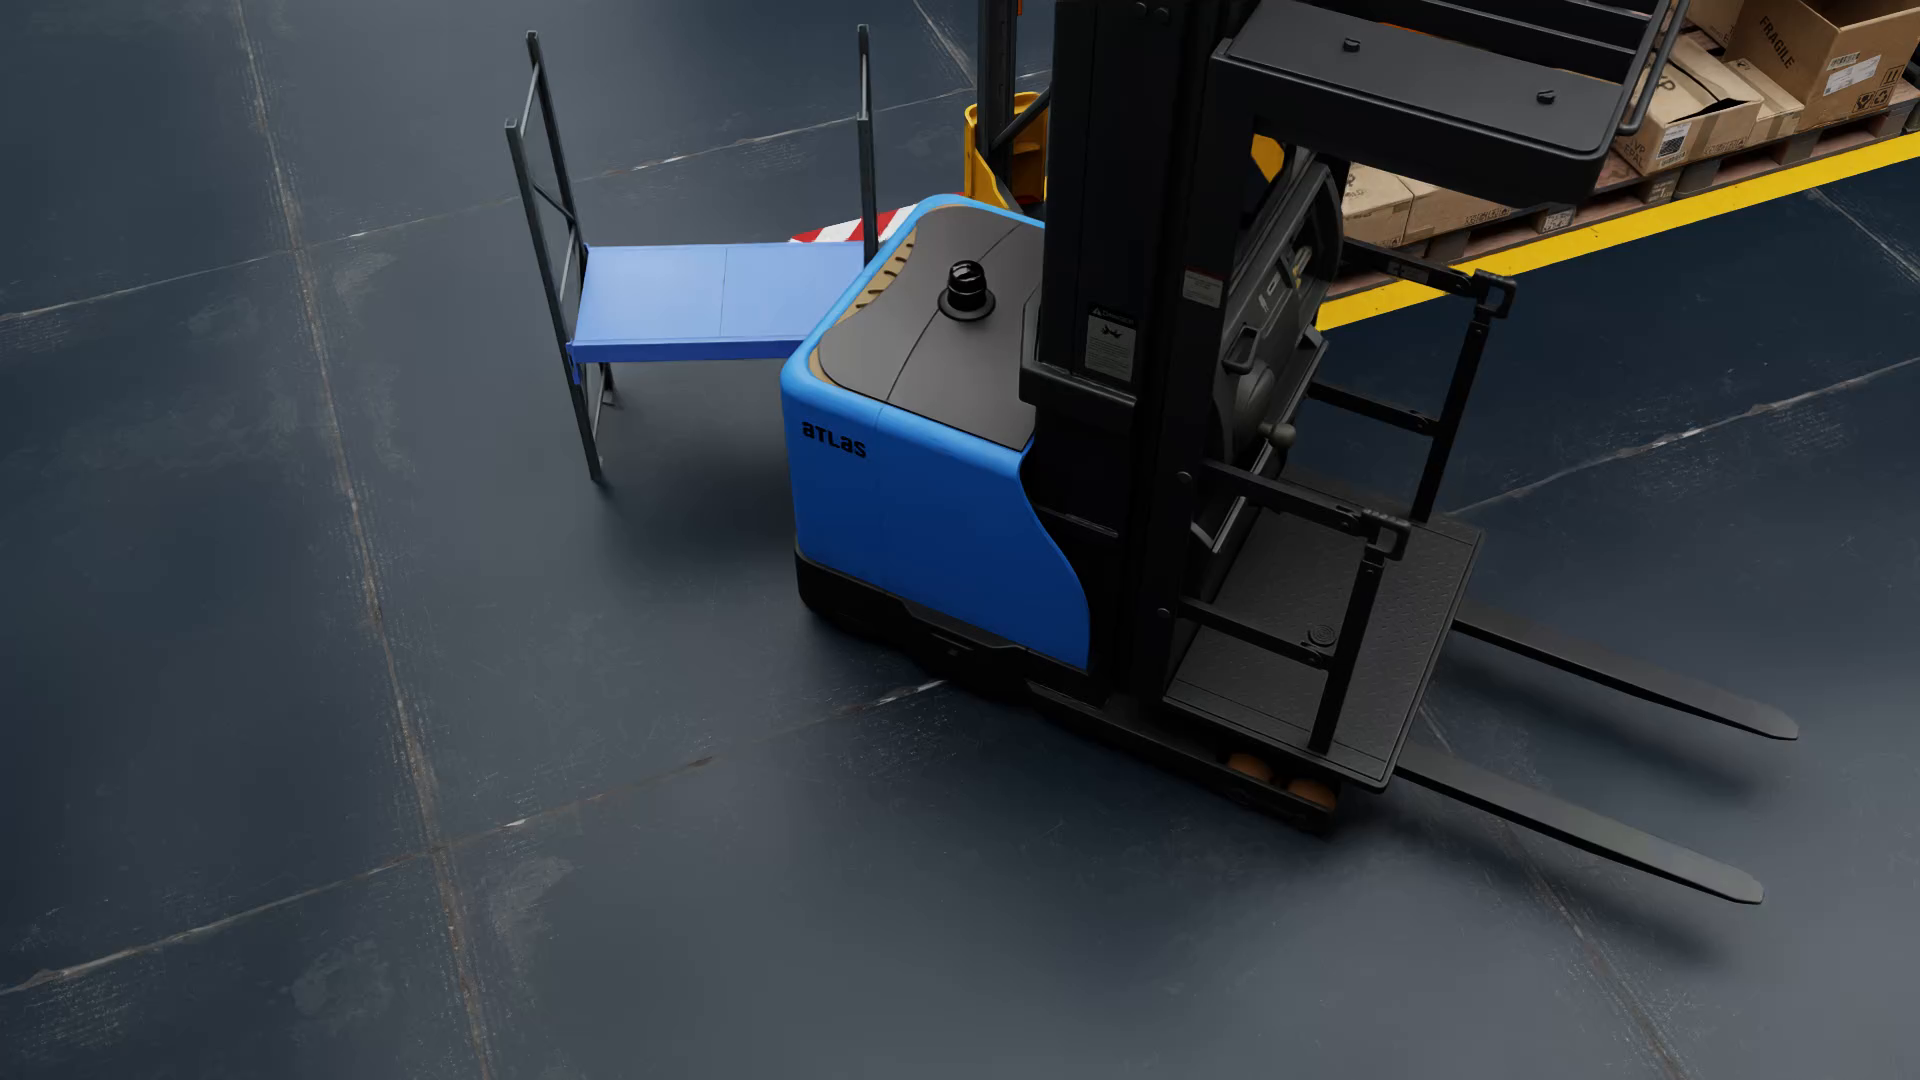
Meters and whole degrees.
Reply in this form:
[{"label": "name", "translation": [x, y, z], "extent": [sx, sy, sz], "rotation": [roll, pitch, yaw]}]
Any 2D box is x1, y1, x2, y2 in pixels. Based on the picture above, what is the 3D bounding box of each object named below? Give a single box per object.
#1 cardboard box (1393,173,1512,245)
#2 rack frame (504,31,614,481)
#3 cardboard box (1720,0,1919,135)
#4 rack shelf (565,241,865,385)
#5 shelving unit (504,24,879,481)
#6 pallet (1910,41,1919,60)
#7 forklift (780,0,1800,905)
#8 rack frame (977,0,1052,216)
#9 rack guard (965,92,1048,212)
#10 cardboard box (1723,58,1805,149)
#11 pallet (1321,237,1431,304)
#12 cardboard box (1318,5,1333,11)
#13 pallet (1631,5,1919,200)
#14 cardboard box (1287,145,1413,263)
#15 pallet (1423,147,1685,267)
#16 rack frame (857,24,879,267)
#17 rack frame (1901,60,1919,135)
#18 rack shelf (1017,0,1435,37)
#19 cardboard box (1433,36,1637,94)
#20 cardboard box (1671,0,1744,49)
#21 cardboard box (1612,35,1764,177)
[{"label": "cardboard box", "translation": [1.845, -1.463, 6.552], "extent": [0.500, 0.250, 0.500], "rotation": [-17, 52, -14]}, {"label": "rack frame", "translation": [-1.307, -0.890, 5.525], "extent": [0.032, 1.500, 0.500], "rotation": [-2, 49, -1]}, {"label": "cardboard box", "translation": [3.592, -2.086, 6.922], "extent": [0.500, 0.500, 0.500], "rotation": [-17, 52, -14]}, {"label": "rack shelf", "translation": [-0.799, -0.786, 5.674], "extent": [1.000, 0.185, 0.538], "rotation": [-2, 49, -1]}, {"label": "shelving unit", "translation": [-0.799, -0.904, 5.537], "extent": [1.048, 1.500, 0.538], "rotation": [-2, 49, -1]}, {"label": "pallet", "translation": [4.751, -2.471, 7.733], "extent": [1.213, 0.211, 1.003], "rotation": [-17, 52, -14]}, {"label": "forklift", "translation": [1.015, -0.549, 4.290], "extent": [3.031, 2.935, 1.130], "rotation": [21, 53, 17]}, {"label": "rack frame", "translation": [0.309, -1.972, 5.466], "extent": [0.127, 3.000, 1.000], "rotation": [-17, 52, -14]}, {"label": "rack guard", "translation": [0.379, -1.179, 6.433], "extent": [0.348, 0.500, 1.175], "rotation": [-17, 52, -14]}, {"label": "cardboard box", "translation": [3.267, -1.822, 6.926], "extent": [0.250, 0.149, 0.380], "rotation": [-17, 52, -14]}, {"label": "pallet", "translation": [1.117, -1.315, 6.740], "extent": [1.213, 0.211, 1.003], "rotation": [-17, 52, -14]}, {"label": "cardboard box", "translation": [1.295, -2.098, 5.509], "extent": [0.500, 0.500, 0.500], "rotation": [-18, 52, -15]}, {"label": "pallet", "translation": [3.376, -2.014, 7.341], "extent": [1.213, 0.211, 1.003], "rotation": [-17, 52, -14]}, {"label": "cardboard box", "translation": [1.382, -1.320, 6.429], "extent": [0.500, 0.250, 0.500], "rotation": [-17, 52, -14]}, {"label": "pallet", "translation": [2.245, -1.662, 7.038], "extent": [1.213, 0.211, 1.003], "rotation": [-17, 52, -14]}, {"label": "rack frame", "translation": [-0.291, -0.917, 5.549], "extent": [0.032, 1.500, 0.500], "rotation": [-2, 49, -1]}, {"label": "rack frame", "translation": [4.012, -3.119, 6.452], "extent": [0.127, 3.000, 1.000], "rotation": [-17, 52, -14]}, {"label": "rack shelf", "translation": [2.160, -2.311, 6.232], "extent": [4.000, 0.370, 1.077], "rotation": [-17, 52, -14]}, {"label": "cardboard box", "translation": [2.275, -1.907, 6.766], "extent": [0.637, 0.503, 0.797], "rotation": [-17, 52, -14]}, {"label": "cardboard box", "translation": [3.542, -2.418, 7.332], "extent": [0.500, 0.311, 0.500], "rotation": [-17, 52, -14]}, {"label": "cardboard box", "translation": [2.897, -1.809, 6.809], "extent": [0.500, 0.311, 0.500], "rotation": [-17, 52, -14]}]
